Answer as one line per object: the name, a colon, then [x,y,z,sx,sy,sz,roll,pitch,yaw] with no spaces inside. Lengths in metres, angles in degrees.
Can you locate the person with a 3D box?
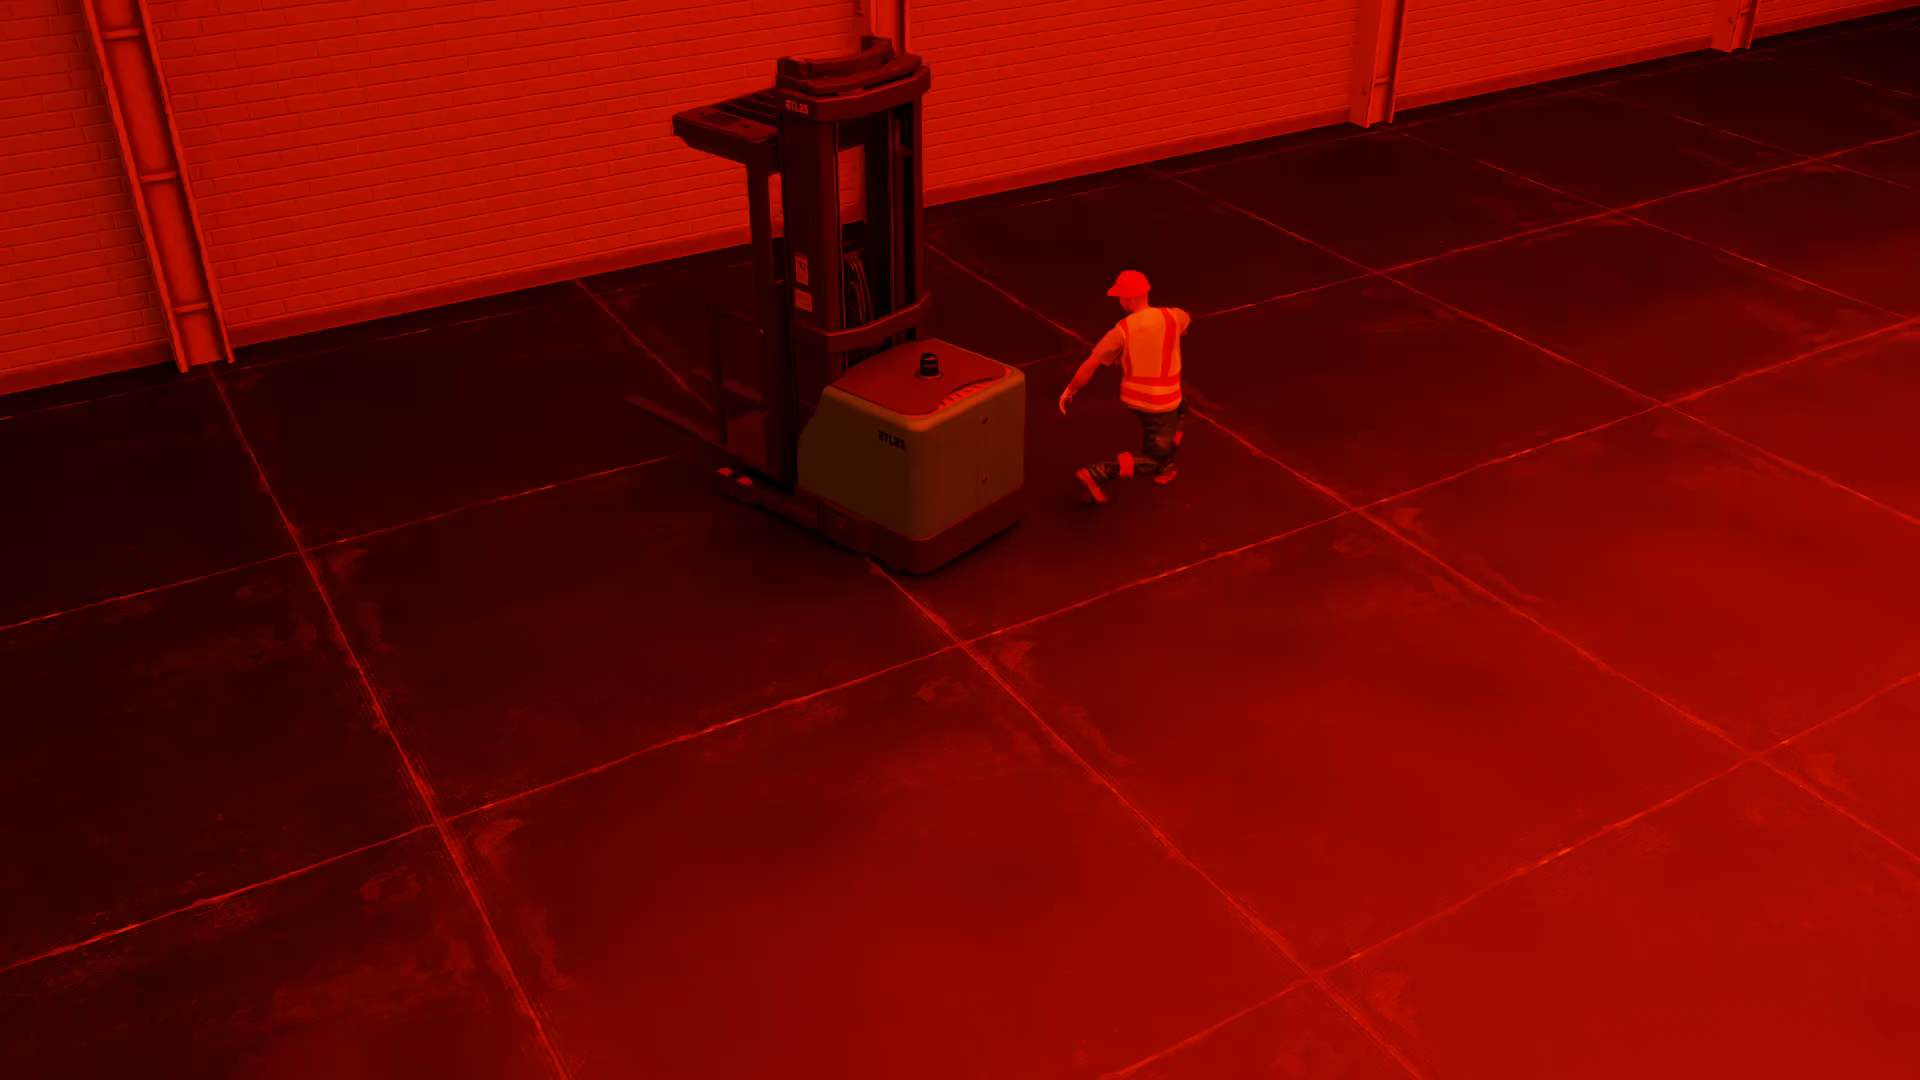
person: [1.101,-0.992,10.727,0.685,1.540,0.953,24,39,35]

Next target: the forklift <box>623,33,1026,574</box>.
forklift: [-1.022,-1.684,10.459,3.031,2.935,1.130,24,39,35]
